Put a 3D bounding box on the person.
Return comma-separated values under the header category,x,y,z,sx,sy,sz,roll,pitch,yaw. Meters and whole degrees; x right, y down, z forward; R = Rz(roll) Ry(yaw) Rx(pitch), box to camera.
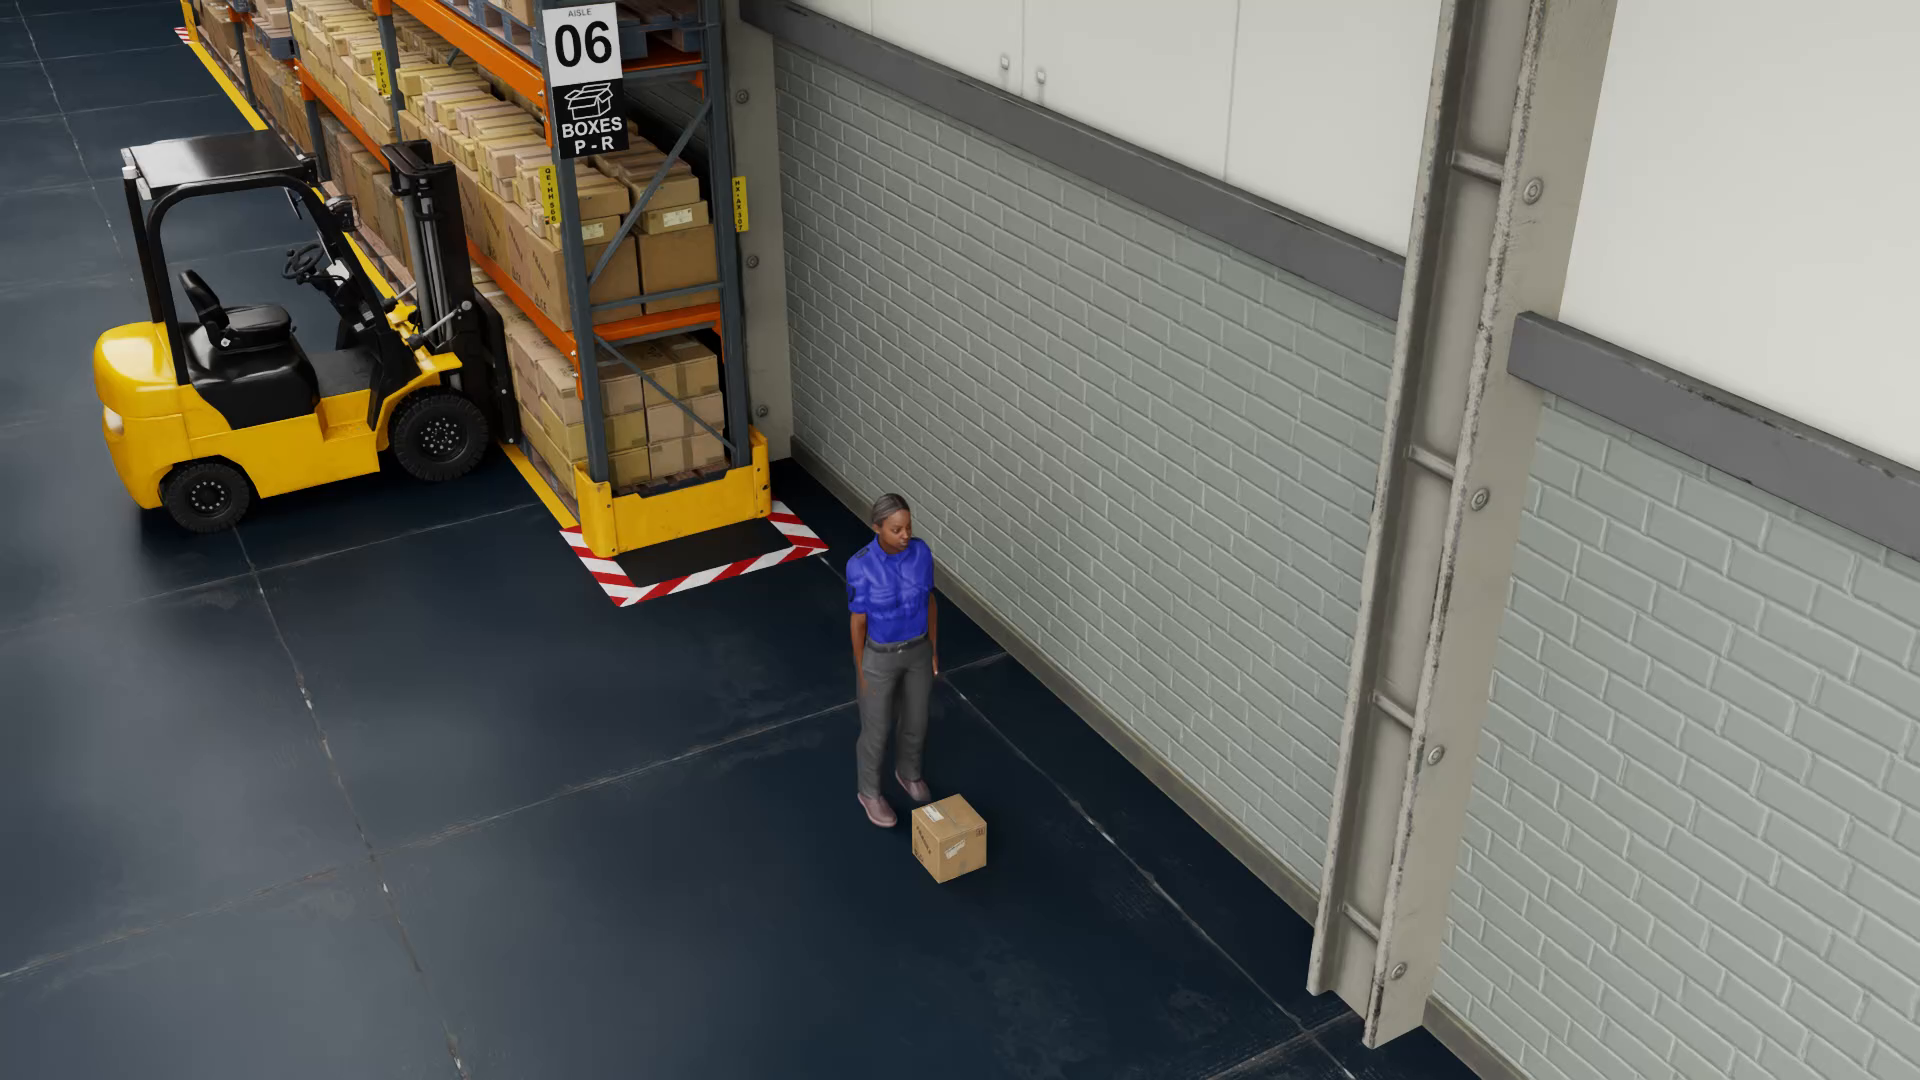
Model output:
category,x,y,z,sx,sy,sz,roll,pitch,yaw
person,-0.293,0.553,7.618,0.435,1.699,0.346,-15,33,-25
